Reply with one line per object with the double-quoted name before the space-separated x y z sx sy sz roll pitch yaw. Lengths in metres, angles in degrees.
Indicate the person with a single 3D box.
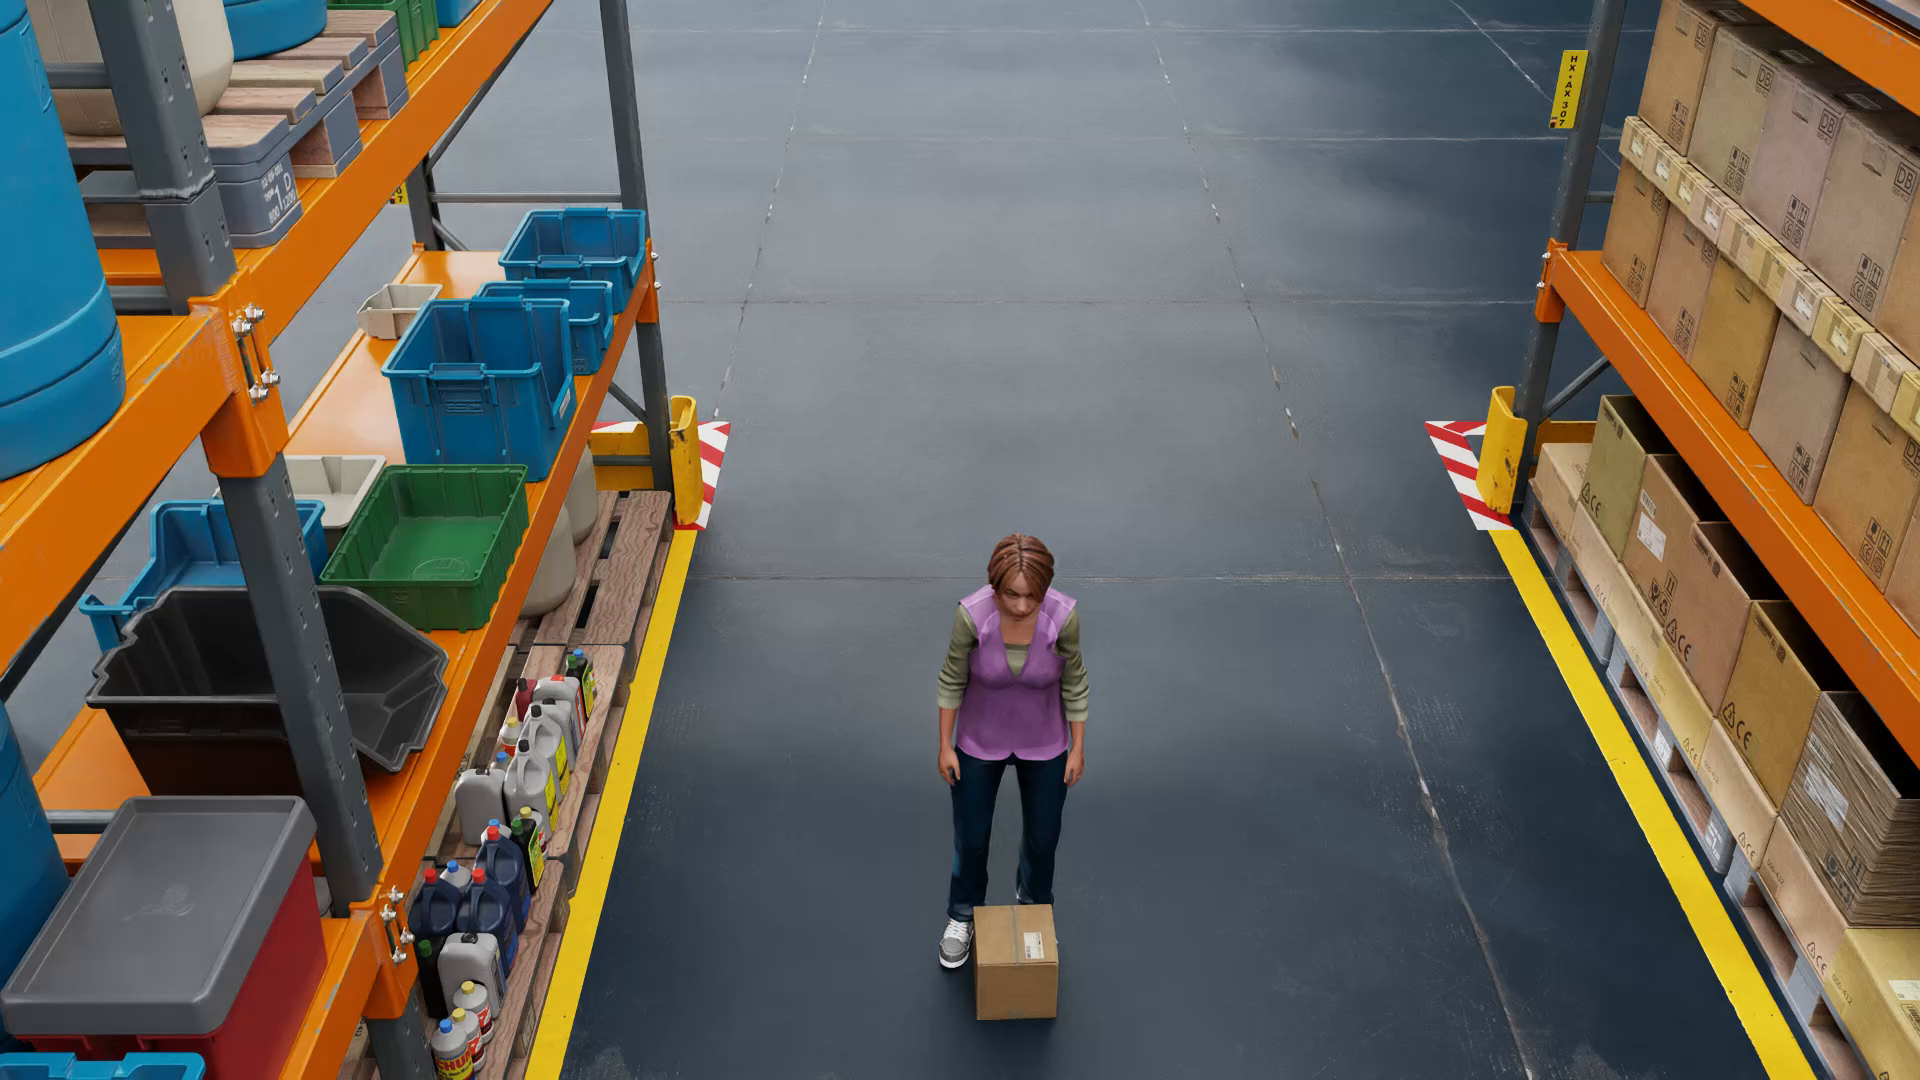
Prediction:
"person" 0.161 0.661 5.130 0.461 1.548 0.343 0 32 0
